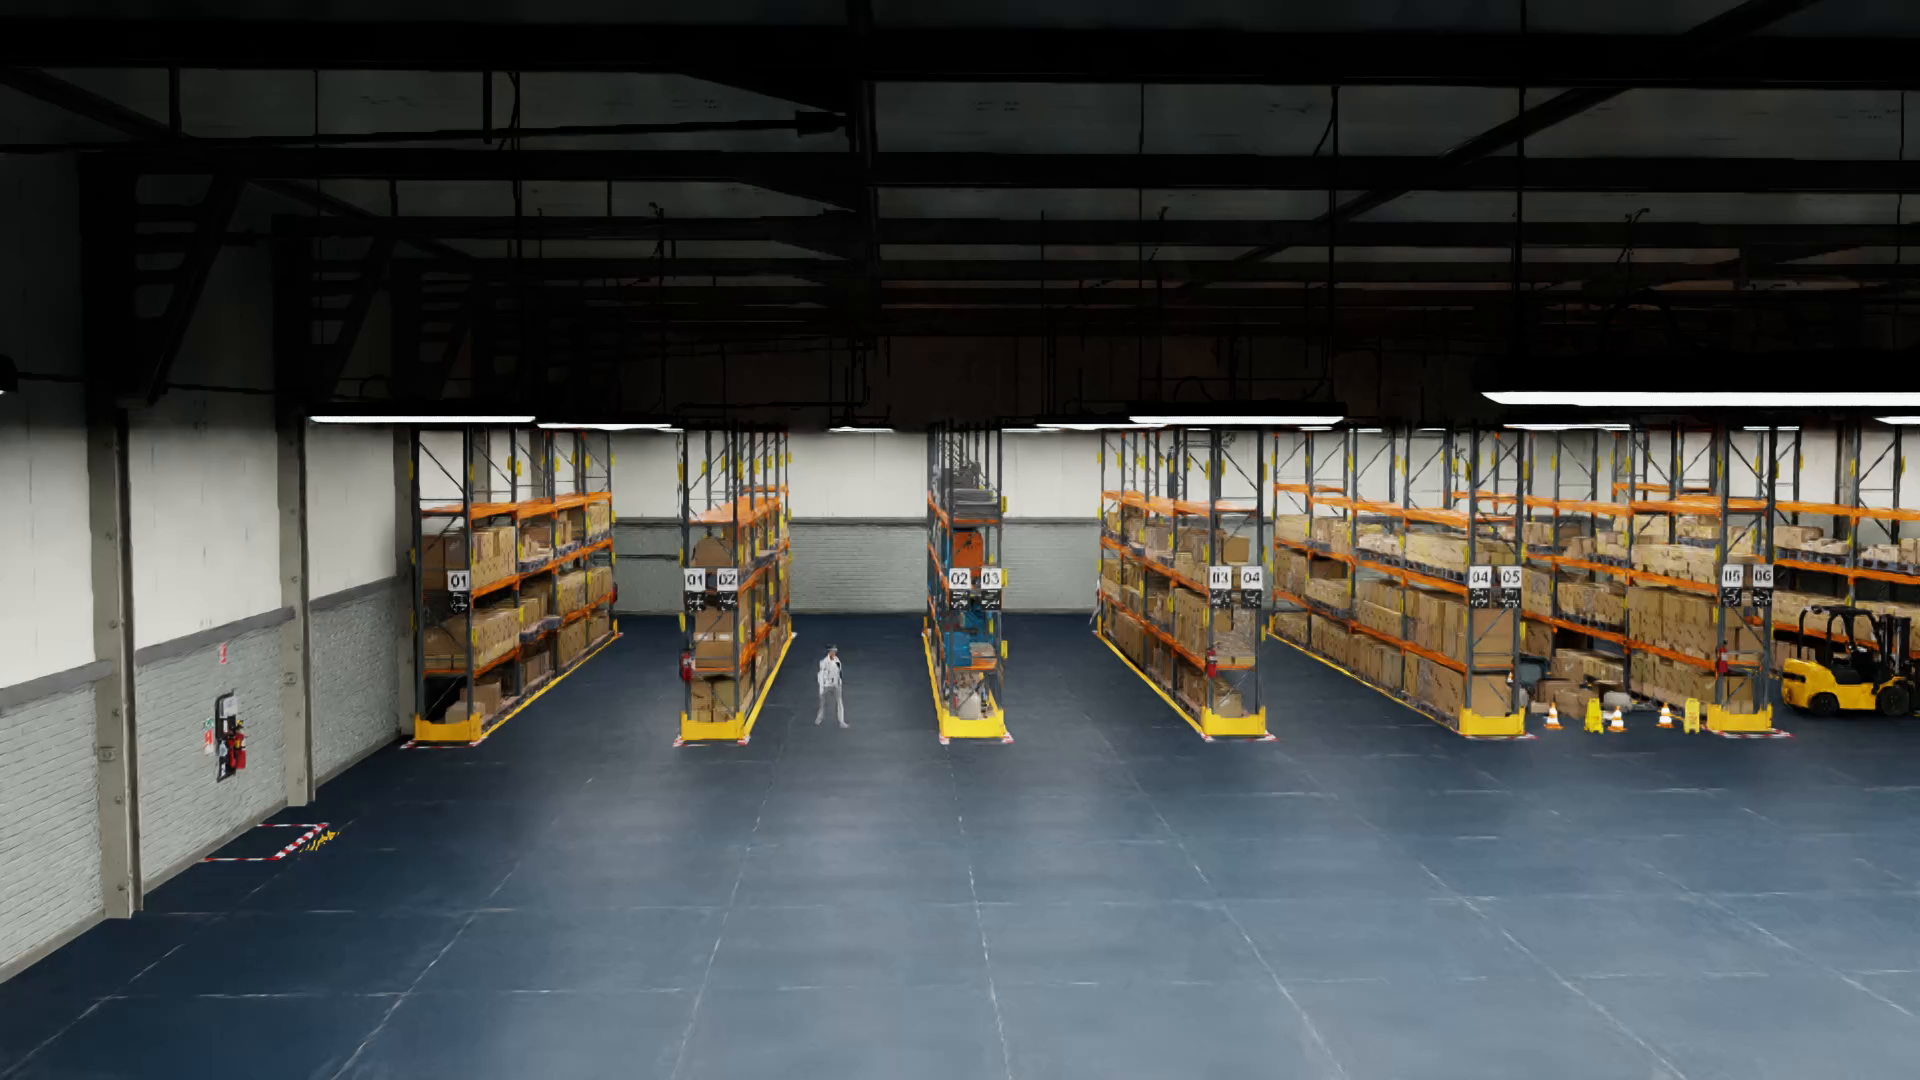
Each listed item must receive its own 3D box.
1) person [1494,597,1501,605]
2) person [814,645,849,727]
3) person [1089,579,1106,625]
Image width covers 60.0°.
[{"bbox_3d":[13.310,2.241,41.173,0.550,1.663,0.585,1,4,19],"label":"person"},{"bbox_3d":[-2.527,2.832,32.475,0.530,1.625,0.934,-2,4,-25],"label":"person"},{"bbox_3d":[4.132,1.735,49.354,0.625,1.657,0.500,-3,5,-44],"label":"person"}]
